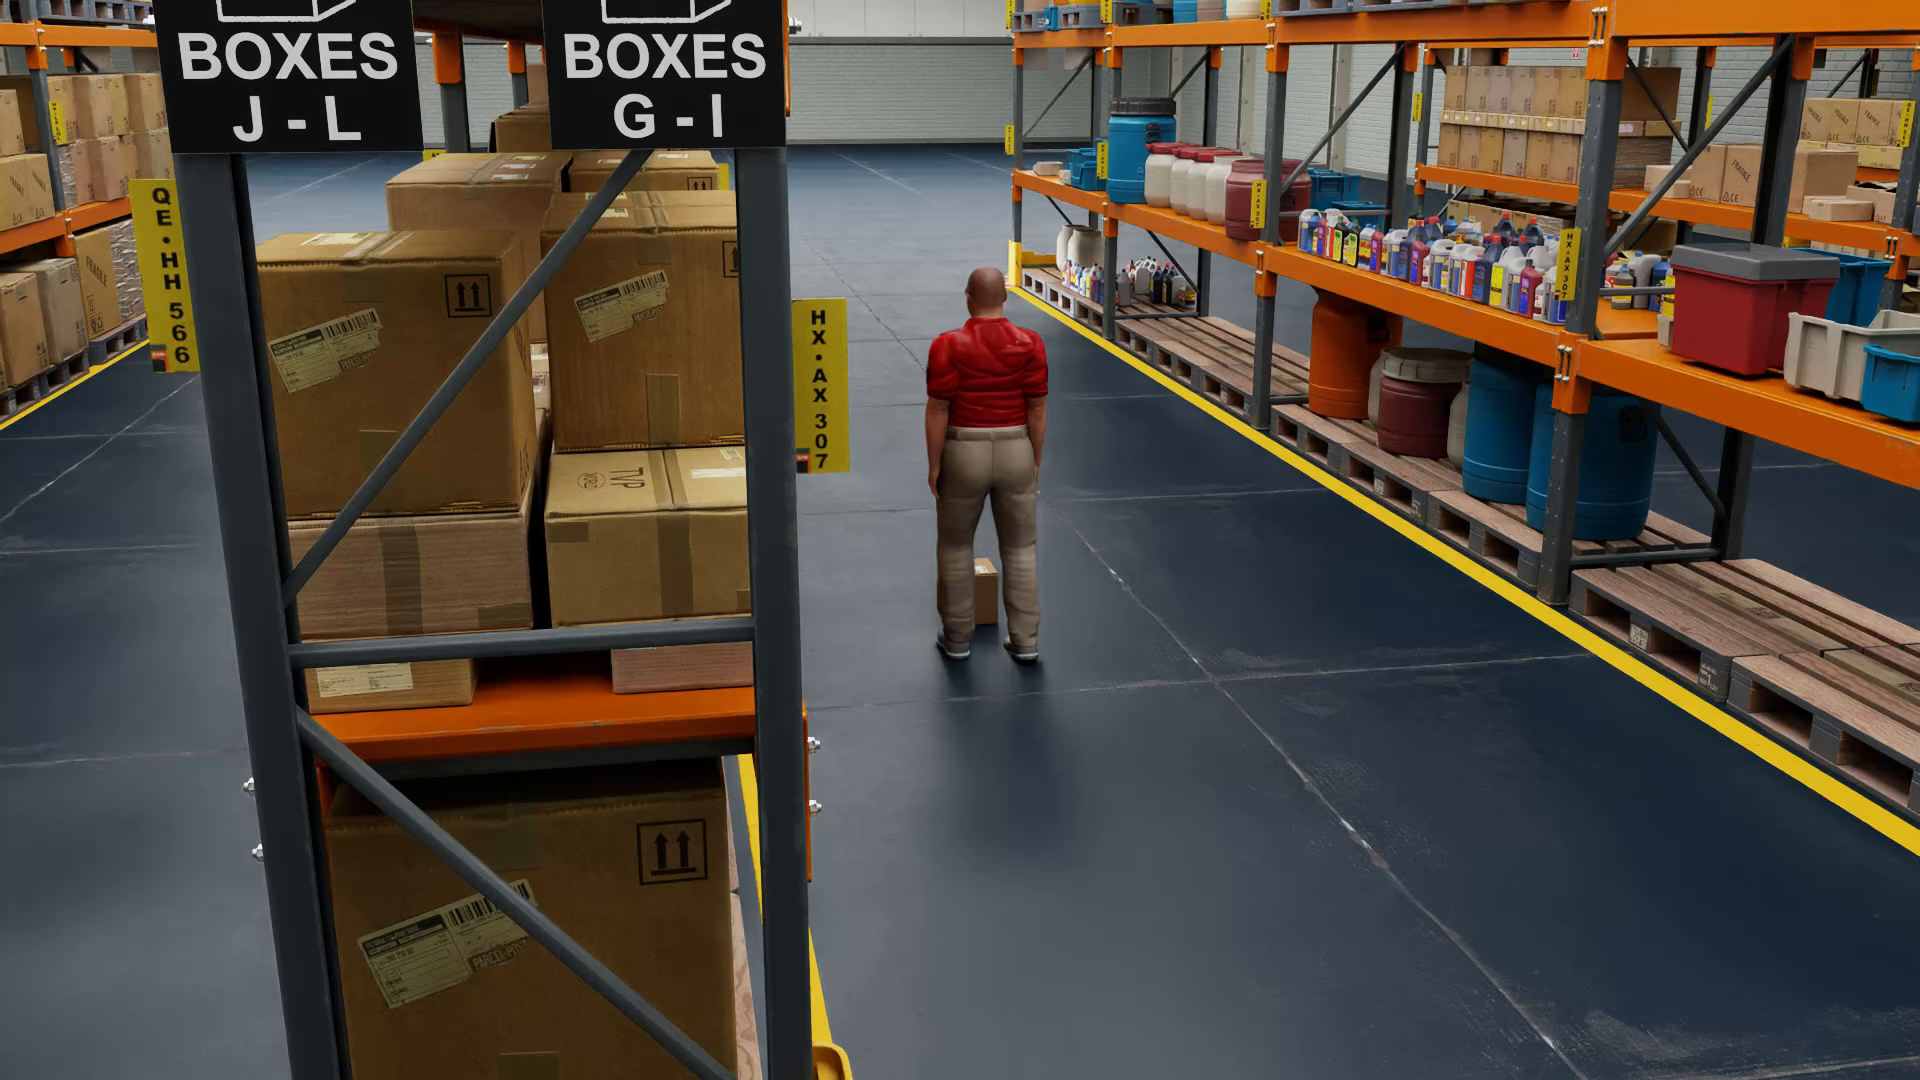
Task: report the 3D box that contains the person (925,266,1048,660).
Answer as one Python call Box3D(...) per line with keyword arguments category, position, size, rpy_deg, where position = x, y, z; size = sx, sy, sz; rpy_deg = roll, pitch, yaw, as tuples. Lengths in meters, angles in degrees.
Box3D(category="person", position=(0.101, -0.318, 7.205), size=(0.525, 1.744, 0.415), rpy_deg=(-3, 16, -9))
